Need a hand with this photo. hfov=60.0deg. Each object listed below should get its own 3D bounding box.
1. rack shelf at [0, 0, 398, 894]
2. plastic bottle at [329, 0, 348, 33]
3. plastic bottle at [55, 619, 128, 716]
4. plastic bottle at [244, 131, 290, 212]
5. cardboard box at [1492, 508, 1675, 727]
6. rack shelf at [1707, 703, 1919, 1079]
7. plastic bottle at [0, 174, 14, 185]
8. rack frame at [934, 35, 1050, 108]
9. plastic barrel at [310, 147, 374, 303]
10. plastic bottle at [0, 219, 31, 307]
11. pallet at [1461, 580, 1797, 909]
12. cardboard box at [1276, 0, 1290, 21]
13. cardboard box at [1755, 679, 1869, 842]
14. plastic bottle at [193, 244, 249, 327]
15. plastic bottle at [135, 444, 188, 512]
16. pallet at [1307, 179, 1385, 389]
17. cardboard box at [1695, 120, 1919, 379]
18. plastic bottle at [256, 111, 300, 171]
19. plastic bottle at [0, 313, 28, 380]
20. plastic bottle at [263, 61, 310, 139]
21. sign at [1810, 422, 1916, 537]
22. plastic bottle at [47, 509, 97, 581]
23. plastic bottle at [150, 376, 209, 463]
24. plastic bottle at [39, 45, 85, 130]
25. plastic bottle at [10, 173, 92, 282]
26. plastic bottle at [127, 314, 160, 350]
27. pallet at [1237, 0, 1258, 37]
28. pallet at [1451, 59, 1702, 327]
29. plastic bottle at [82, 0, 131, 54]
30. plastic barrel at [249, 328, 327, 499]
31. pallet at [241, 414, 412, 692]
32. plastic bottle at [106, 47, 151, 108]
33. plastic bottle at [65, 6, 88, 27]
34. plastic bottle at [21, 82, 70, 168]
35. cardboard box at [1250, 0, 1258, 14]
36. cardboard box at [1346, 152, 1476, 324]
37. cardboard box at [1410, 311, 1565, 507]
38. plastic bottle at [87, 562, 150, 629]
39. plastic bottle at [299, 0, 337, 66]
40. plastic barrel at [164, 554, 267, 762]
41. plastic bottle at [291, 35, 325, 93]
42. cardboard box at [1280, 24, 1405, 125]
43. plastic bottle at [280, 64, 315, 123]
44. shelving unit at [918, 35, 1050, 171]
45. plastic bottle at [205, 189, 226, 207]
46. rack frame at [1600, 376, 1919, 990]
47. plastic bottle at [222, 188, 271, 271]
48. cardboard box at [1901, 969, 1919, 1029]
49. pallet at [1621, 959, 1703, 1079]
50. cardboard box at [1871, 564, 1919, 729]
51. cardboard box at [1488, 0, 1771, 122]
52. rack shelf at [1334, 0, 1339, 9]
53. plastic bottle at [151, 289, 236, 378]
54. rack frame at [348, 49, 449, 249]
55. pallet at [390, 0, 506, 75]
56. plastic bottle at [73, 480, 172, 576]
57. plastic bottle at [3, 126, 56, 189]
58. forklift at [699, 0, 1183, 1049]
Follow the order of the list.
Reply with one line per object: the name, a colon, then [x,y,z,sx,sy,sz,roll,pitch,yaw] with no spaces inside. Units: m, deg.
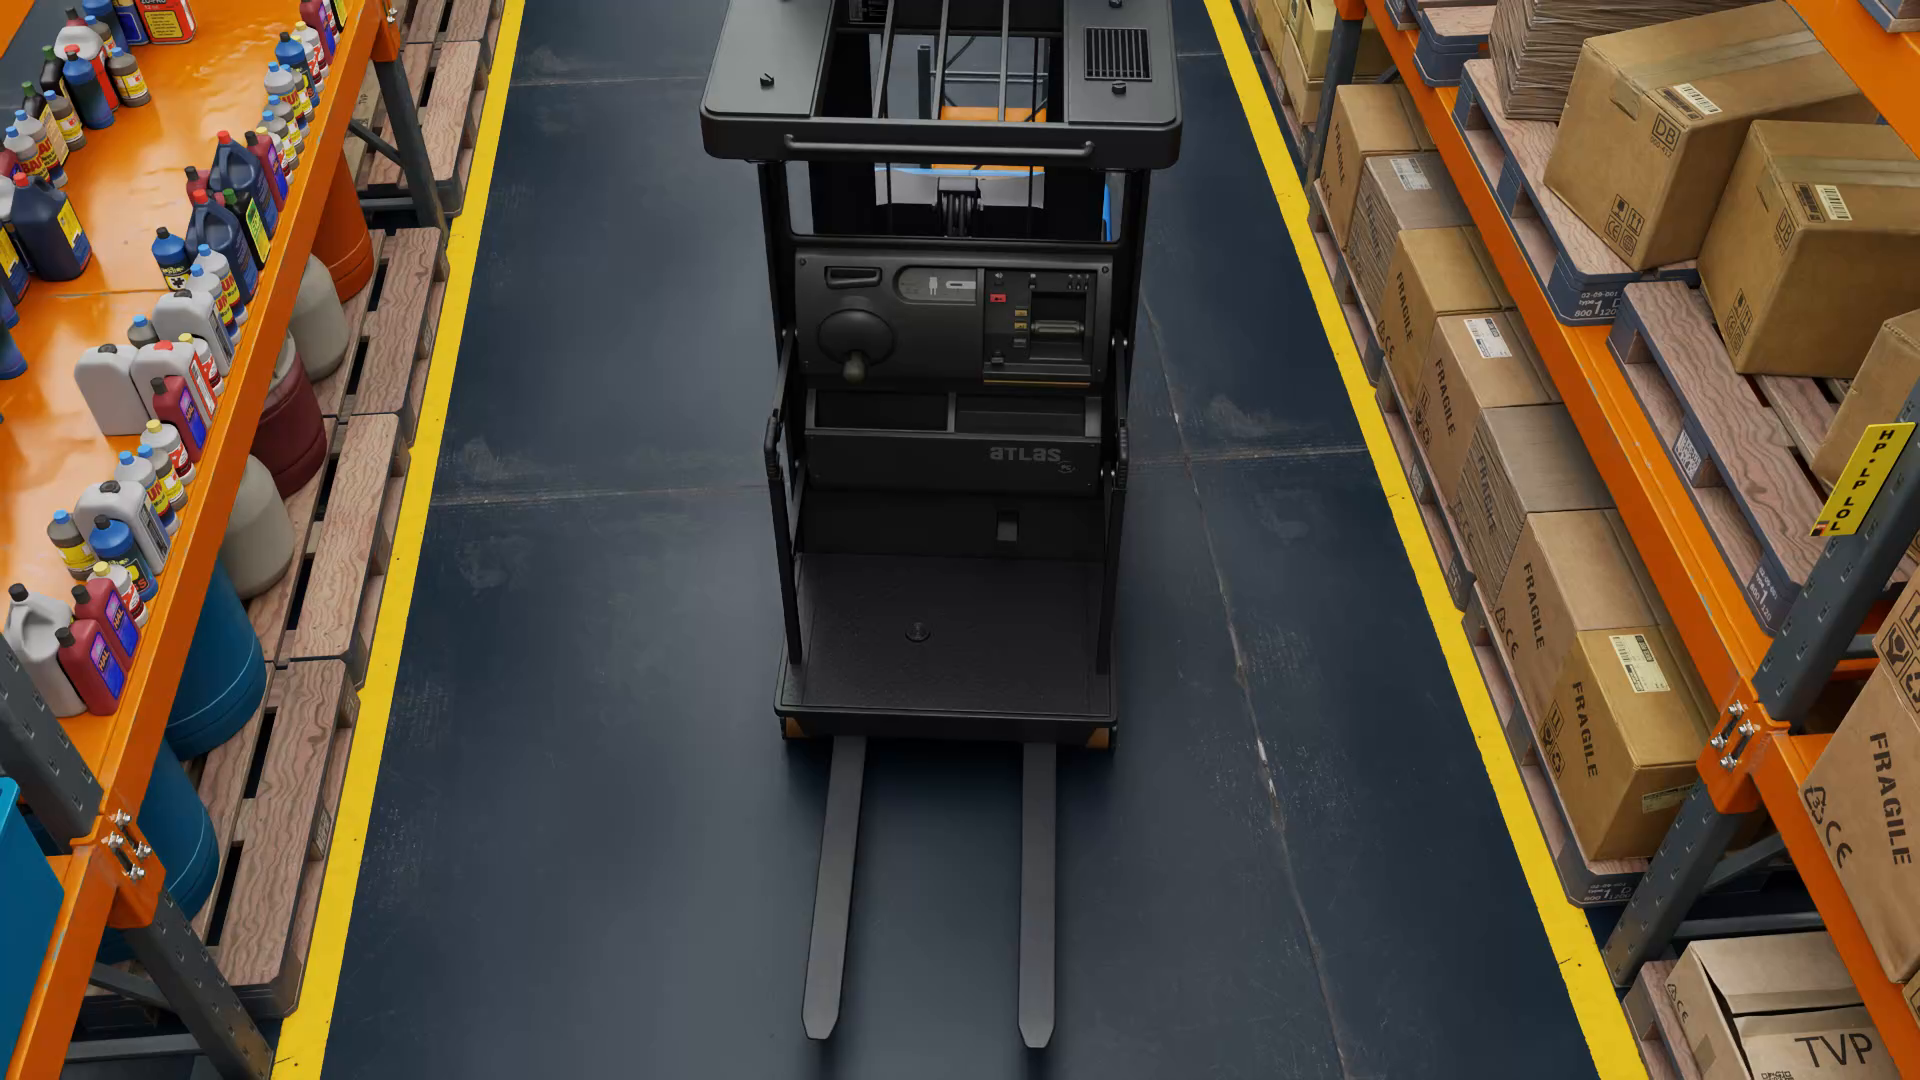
rack shelf: [-2.653,-0.663,5.307,1.077,0.370,4.000,-3,47,-3]
plastic bottle: [-2.361,-2.050,6.206,0.061,0.283,0.133,-3,47,-3]
plastic bottle: [-2.091,0.286,3.994,0.061,0.283,0.133,-3,47,-3]
plastic bottle: [-2.266,-1.223,5.423,0.061,0.283,0.133,-3,47,-3]
cardboard box: [2.091,0.249,5.367,0.500,0.500,0.500,-3,47,-3]
rack shelf: [2.618,1.933,2.849,1.077,0.370,4.000,-3,47,-3]
plastic bottle: [-3.027,-1.059,5.276,0.097,0.271,0.097,0,47,0]
rack frame: [0.143,-1.944,7.058,0.500,1.500,0.032,2,47,2]
plastic barrel: [-2.762,-1.403,6.718,0.600,0.830,0.708,-3,47,-3]
plastic bottle: [-2.981,-0.888,5.059,0.144,0.351,0.185,-3,47,-3]
pallet: [2.345,0.611,5.526,1.003,0.211,1.213,-3,47,-3]
cardboard box: [1.777,-2.787,8.042,0.500,0.311,0.500,-4,47,-4]
cardboard box: [2.653,0.582,5.052,0.500,0.500,0.500,-5,47,-5]
plastic bottle: [-2.232,-0.771,5.003,0.097,0.271,0.097,0,47,0]
plastic bottle: [-2.166,-0.174,4.485,0.097,0.201,0.097,0,47,0]
pallet: [2.141,-1.154,7.198,1.003,0.211,1.213,-3,47,-3]
cardboard box: [2.513,-0.790,4.575,0.700,0.500,0.500,3,47,3]
plastic bottle: [-2.302,-1.348,5.598,0.097,0.201,0.097,0,47,0]
plastic bottle: [-2.821,-0.600,4.841,0.097,0.271,0.097,0,47,0]
plastic bottle: [-2.318,-1.513,5.706,0.097,0.271,0.097,0,47,0]
sign: [1.898,-0.123,3.503,0.100,0.325,0.005,-3,47,-3]
plastic bottle: [-2.298,0.003,4.318,0.097,0.201,0.097,0,47,0]
plastic bottle: [-2.165,-0.357,4.602,0.061,0.283,0.133,-3,47,-3]
plastic bottle: [-3.102,-1.550,5.732,0.061,0.283,0.133,-3,47,-3]
plastic bottle: [-2.840,-0.995,5.160,0.144,0.351,0.185,-3,47,-3]
plastic bottle: [-2.364,-0.570,4.860,0.097,0.201,0.097,0,47,0]
pallet: [1.987,-3.175,9.112,1.003,0.211,1.213,-3,47,-3]
pallet: [2.283,-1.183,5.437,1.003,0.211,1.213,-3,47,-3]
plastic bottle: [-3.124,-1.895,6.067,0.097,0.271,0.097,0,47,0]
plastic barrel: [-2.668,-0.502,6.032,0.600,0.588,0.708,-3,47,-3]
pallet: [-2.614,0.050,6.057,1.003,0.211,1.213,-3,47,-3]
plastic bottle: [-2.945,-1.643,5.876,0.097,0.201,0.097,0,47,0]
plastic bottle: [-3.124,-1.744,5.916,0.061,0.283,0.133,-3,47,-3]
plastic bottle: [-3.082,-1.383,5.574,0.061,0.283,0.133,-3,47,-3]
cardboard box: [1.743,-2.957,8.589,0.500,0.250,0.500,-3,47,-2]
cardboard box: [1.919,-1.222,6.760,0.500,0.500,0.500,-5,47,-5]
cardboard box: [2.005,-0.482,6.059,0.500,0.500,0.500,-5,47,-5]
plastic bottle: [-2.130,0.135,4.193,0.097,0.201,0.097,0,47,0]
plastic bottle: [-2.342,-1.883,6.048,0.061,0.283,0.133,-3,47,-3]
plastic barrel: [-2.573,0.207,5.144,0.600,0.901,0.708,-3,47,-3]
plastic bottle: [-2.342,-1.700,5.931,0.097,0.201,0.097,0,47,0]
cardboard box: [1.829,-2.220,7.891,0.500,0.250,0.500,-2,47,-2]
plastic bottle: [-2.326,-1.559,5.798,0.097,0.201,0.097,0,47,0]
shelving unit: [0.122,-1.568,6.702,0.587,1.500,1.083,2,47,2]
plastic bottle: [-2.300,-0.990,5.202,0.061,0.283,0.133,-3,47,-3]
rack frame: [2.451,0.238,3.958,1.000,3.000,0.127,-3,47,-3]
plastic bottle: [-2.239,-0.993,5.205,0.061,0.283,0.133,-3,47,-3]
cardboard box: [2.268,0.960,3.206,0.500,0.500,0.500,-3,47,-3]
pallet: [2.507,1.694,4.500,1.003,0.211,1.213,-3,47,-3]
cardboard box: [2.210,0.218,3.220,0.500,0.500,0.500,-2,47,-2]
cardboard box: [2.167,-1.712,5.448,0.700,0.500,0.500,4,47,4]
rack shelf: [1.949,-3.855,8.331,1.077,0.370,4.000,-3,47,-3]
plastic bottle: [-2.241,-0.616,4.853,0.152,0.276,0.135,-3,47,-3]
rack frame: [-2.820,-2.357,6.417,1.000,3.000,0.127,-3,47,-3]
pallet: [-2.945,-2.842,8.796,1.003,0.211,1.213,-3,47,-3]
plastic bottle: [-2.175,-0.043,4.311,0.152,0.276,0.135,-3,47,-3]
plastic bottle: [-3.046,-1.226,5.434,0.097,0.271,0.097,0,47,0]
forklift: [-0.027,-0.554,4.756,1.130,2.935,3.031,2,47,2]
